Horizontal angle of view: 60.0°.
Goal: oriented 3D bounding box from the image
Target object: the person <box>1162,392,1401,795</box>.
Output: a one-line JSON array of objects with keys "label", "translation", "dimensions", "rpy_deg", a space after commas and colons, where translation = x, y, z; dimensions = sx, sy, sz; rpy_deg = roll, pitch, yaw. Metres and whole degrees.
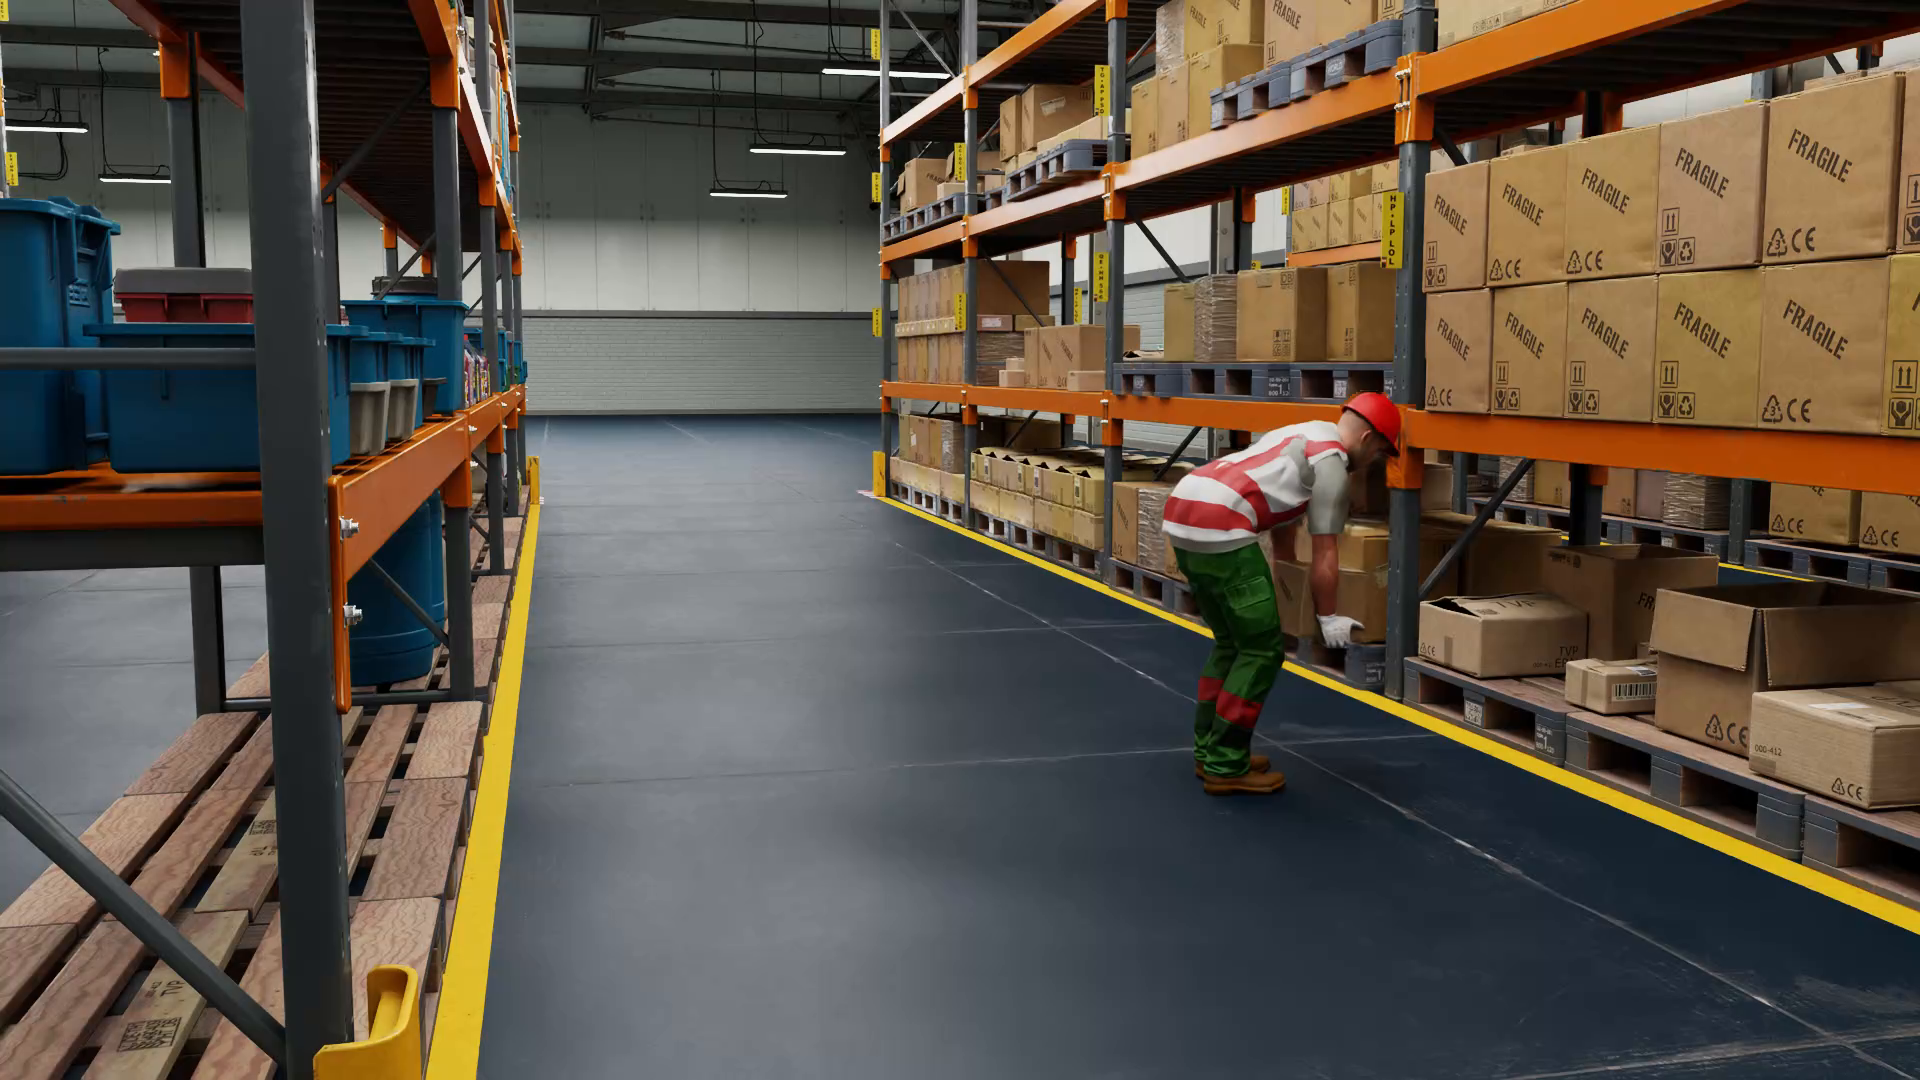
[{"label": "person", "translation": [1.167, 0.172, 5.978], "dimensions": [0.886, 1.402, 0.485], "rpy_deg": [-2, 6, -15]}]
